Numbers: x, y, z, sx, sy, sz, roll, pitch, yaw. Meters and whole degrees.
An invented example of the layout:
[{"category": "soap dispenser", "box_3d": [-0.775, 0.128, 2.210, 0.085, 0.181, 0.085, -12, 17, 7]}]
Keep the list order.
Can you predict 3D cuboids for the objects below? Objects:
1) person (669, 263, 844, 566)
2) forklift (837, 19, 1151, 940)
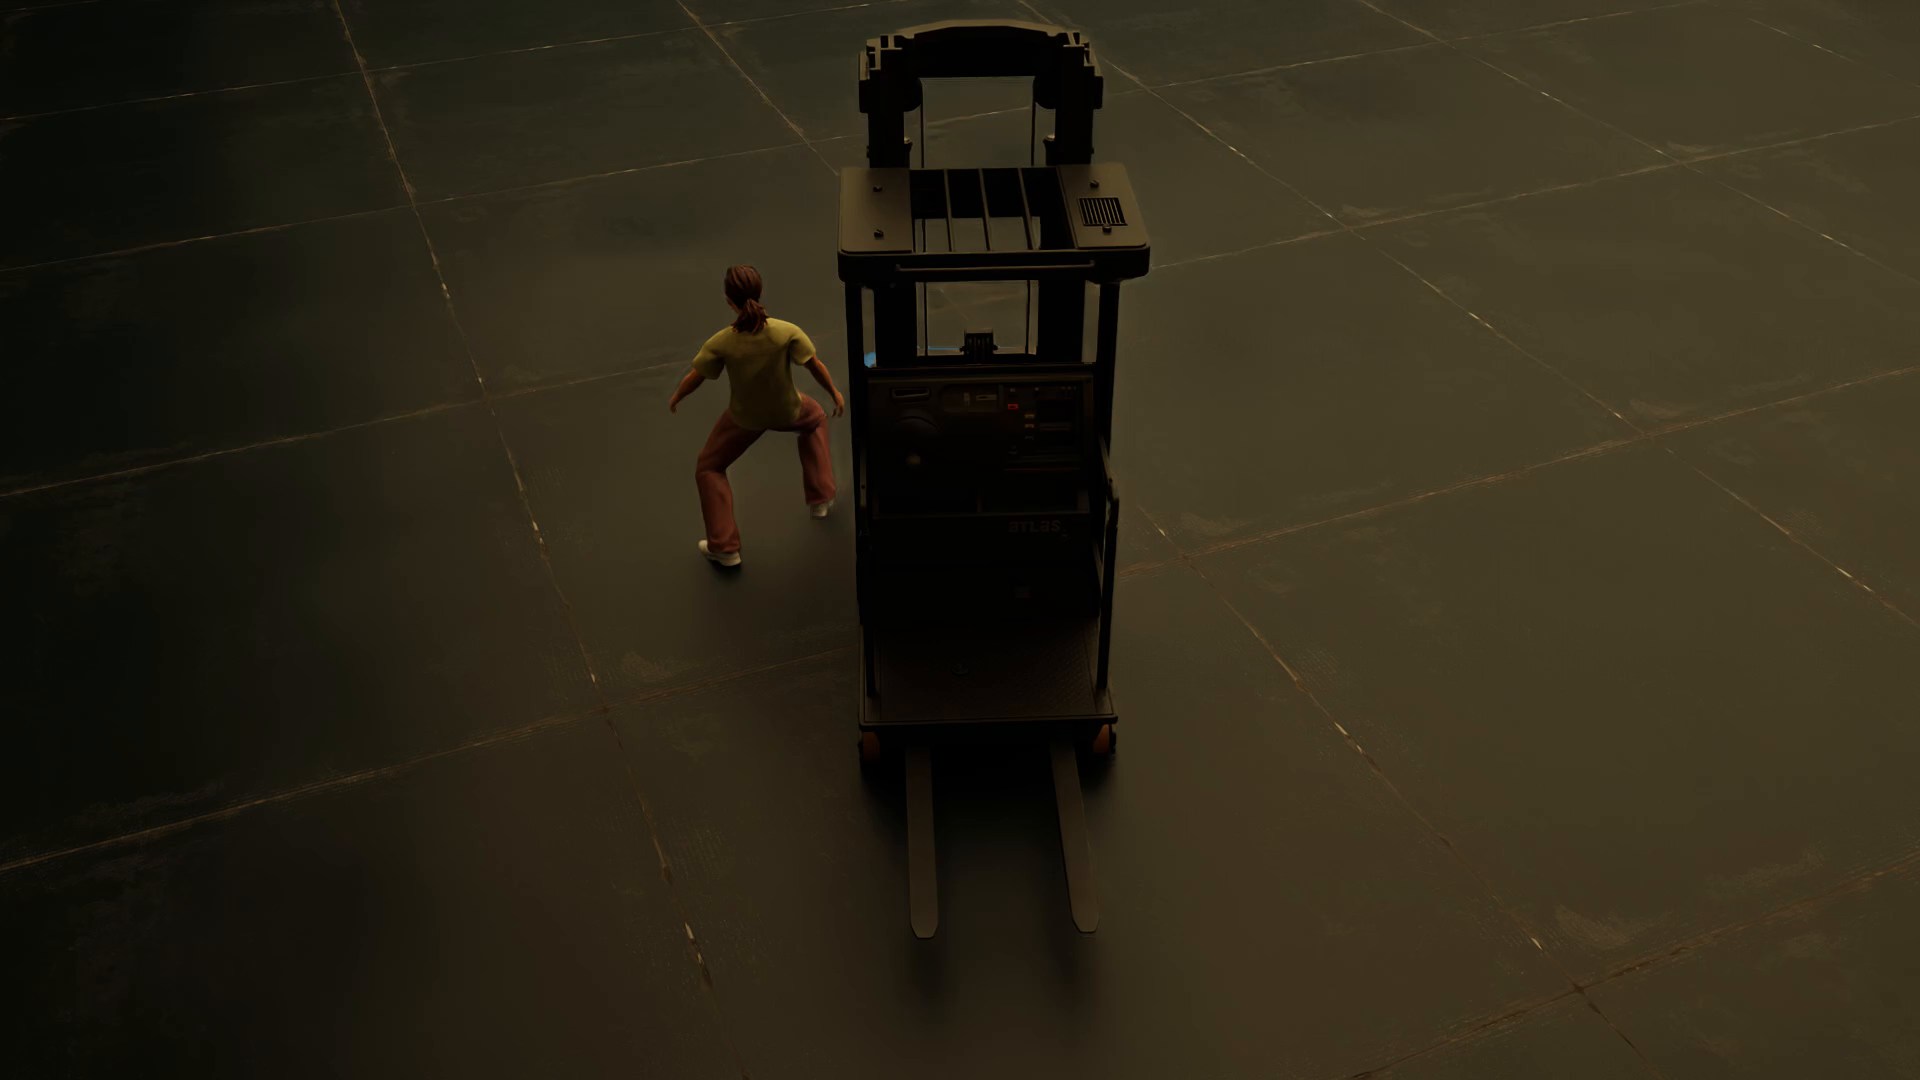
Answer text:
[{"category": "person", "box_3d": [-1.005, -0.665, 8.248, 0.861, 1.568, 0.607, -6, 36, -8]}, {"category": "forklift", "box_3d": [0.100, -0.420, 6.690, 1.130, 2.935, 3.031, -2, 35, -2]}]
